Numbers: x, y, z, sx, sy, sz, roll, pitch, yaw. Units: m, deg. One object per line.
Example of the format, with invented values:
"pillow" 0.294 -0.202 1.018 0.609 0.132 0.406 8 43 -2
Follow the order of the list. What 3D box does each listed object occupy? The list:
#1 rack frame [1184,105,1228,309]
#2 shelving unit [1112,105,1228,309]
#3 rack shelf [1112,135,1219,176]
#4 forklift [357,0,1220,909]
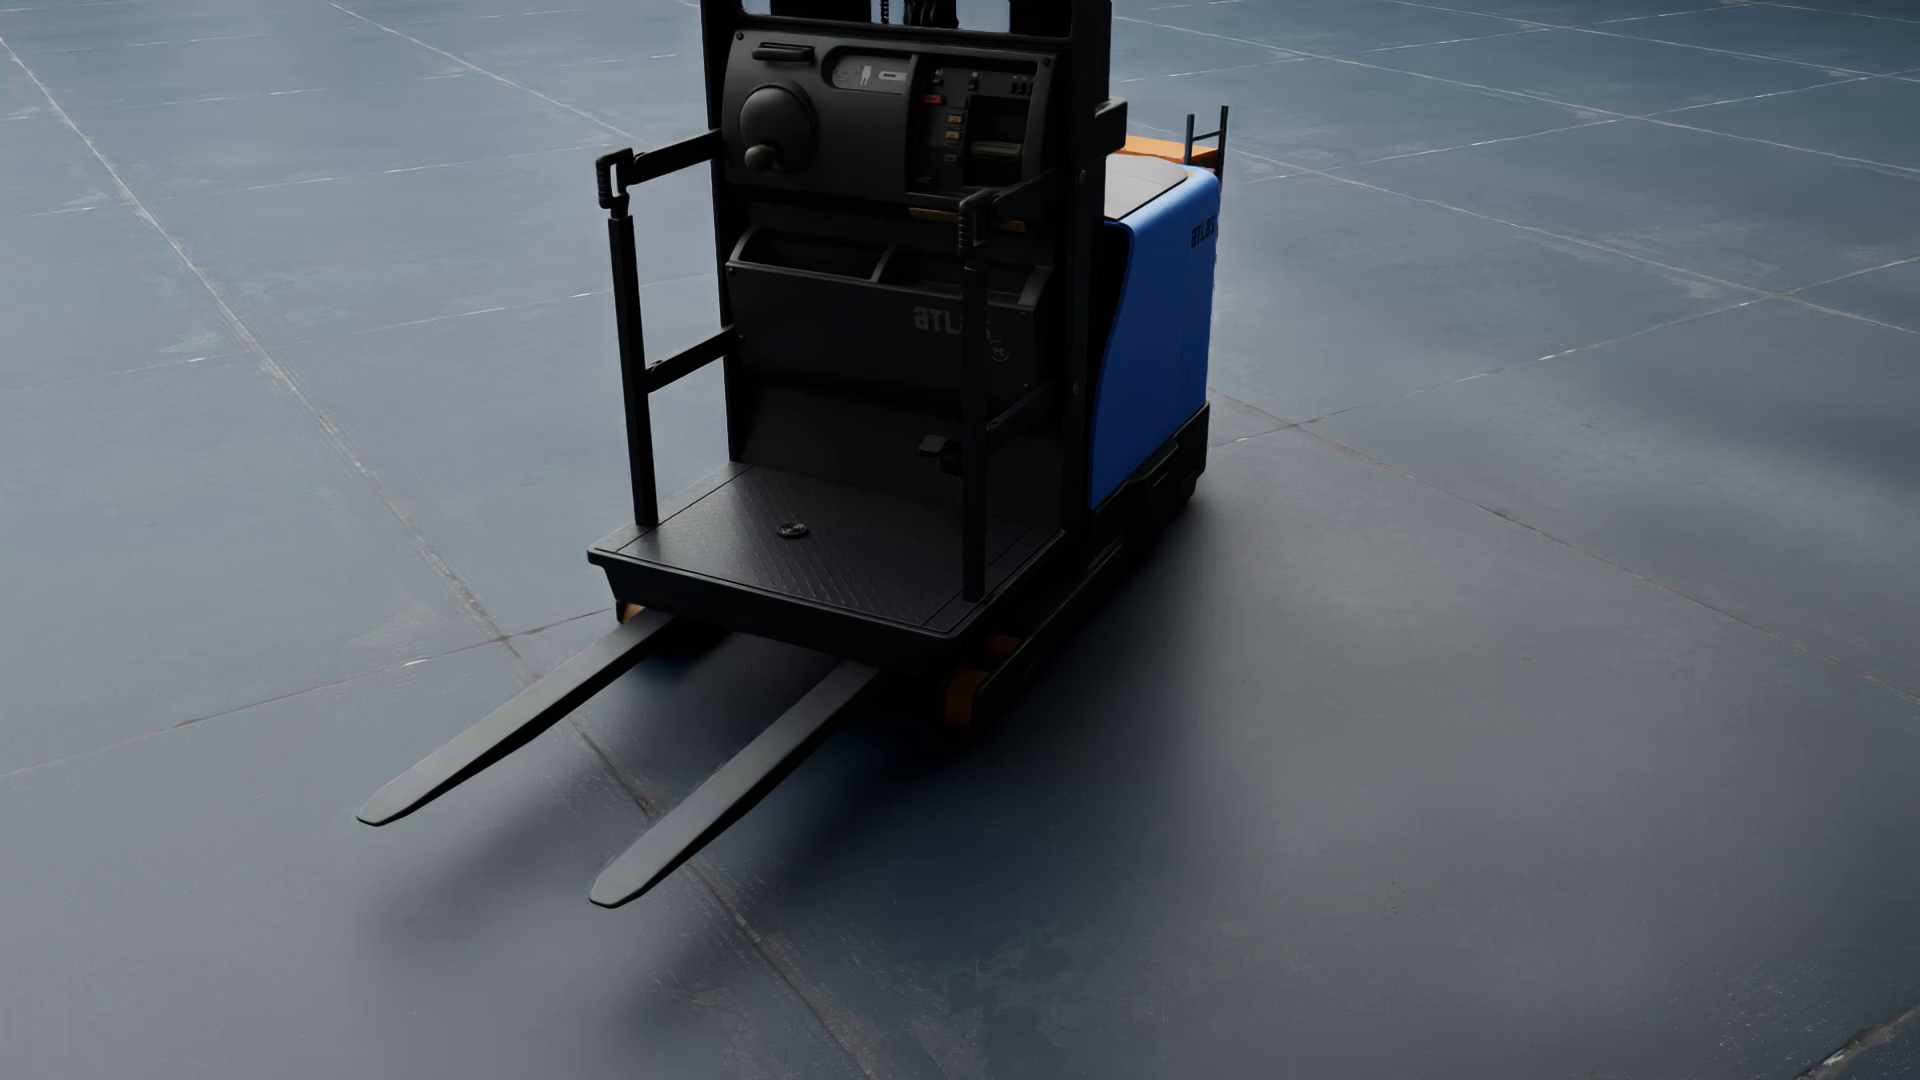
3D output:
"rack frame" 0.791 -0.842 5.619 0.015 1.200 0.240 18 29 34
"shelving unit" 0.598 -0.906 5.754 0.503 1.200 0.258 18 29 34
"rack shelf" 0.606 -1.266 5.595 0.480 0.148 0.258 18 29 34
"forklift" -0.289 -1.053 4.047 1.130 2.935 3.031 12 28 24
